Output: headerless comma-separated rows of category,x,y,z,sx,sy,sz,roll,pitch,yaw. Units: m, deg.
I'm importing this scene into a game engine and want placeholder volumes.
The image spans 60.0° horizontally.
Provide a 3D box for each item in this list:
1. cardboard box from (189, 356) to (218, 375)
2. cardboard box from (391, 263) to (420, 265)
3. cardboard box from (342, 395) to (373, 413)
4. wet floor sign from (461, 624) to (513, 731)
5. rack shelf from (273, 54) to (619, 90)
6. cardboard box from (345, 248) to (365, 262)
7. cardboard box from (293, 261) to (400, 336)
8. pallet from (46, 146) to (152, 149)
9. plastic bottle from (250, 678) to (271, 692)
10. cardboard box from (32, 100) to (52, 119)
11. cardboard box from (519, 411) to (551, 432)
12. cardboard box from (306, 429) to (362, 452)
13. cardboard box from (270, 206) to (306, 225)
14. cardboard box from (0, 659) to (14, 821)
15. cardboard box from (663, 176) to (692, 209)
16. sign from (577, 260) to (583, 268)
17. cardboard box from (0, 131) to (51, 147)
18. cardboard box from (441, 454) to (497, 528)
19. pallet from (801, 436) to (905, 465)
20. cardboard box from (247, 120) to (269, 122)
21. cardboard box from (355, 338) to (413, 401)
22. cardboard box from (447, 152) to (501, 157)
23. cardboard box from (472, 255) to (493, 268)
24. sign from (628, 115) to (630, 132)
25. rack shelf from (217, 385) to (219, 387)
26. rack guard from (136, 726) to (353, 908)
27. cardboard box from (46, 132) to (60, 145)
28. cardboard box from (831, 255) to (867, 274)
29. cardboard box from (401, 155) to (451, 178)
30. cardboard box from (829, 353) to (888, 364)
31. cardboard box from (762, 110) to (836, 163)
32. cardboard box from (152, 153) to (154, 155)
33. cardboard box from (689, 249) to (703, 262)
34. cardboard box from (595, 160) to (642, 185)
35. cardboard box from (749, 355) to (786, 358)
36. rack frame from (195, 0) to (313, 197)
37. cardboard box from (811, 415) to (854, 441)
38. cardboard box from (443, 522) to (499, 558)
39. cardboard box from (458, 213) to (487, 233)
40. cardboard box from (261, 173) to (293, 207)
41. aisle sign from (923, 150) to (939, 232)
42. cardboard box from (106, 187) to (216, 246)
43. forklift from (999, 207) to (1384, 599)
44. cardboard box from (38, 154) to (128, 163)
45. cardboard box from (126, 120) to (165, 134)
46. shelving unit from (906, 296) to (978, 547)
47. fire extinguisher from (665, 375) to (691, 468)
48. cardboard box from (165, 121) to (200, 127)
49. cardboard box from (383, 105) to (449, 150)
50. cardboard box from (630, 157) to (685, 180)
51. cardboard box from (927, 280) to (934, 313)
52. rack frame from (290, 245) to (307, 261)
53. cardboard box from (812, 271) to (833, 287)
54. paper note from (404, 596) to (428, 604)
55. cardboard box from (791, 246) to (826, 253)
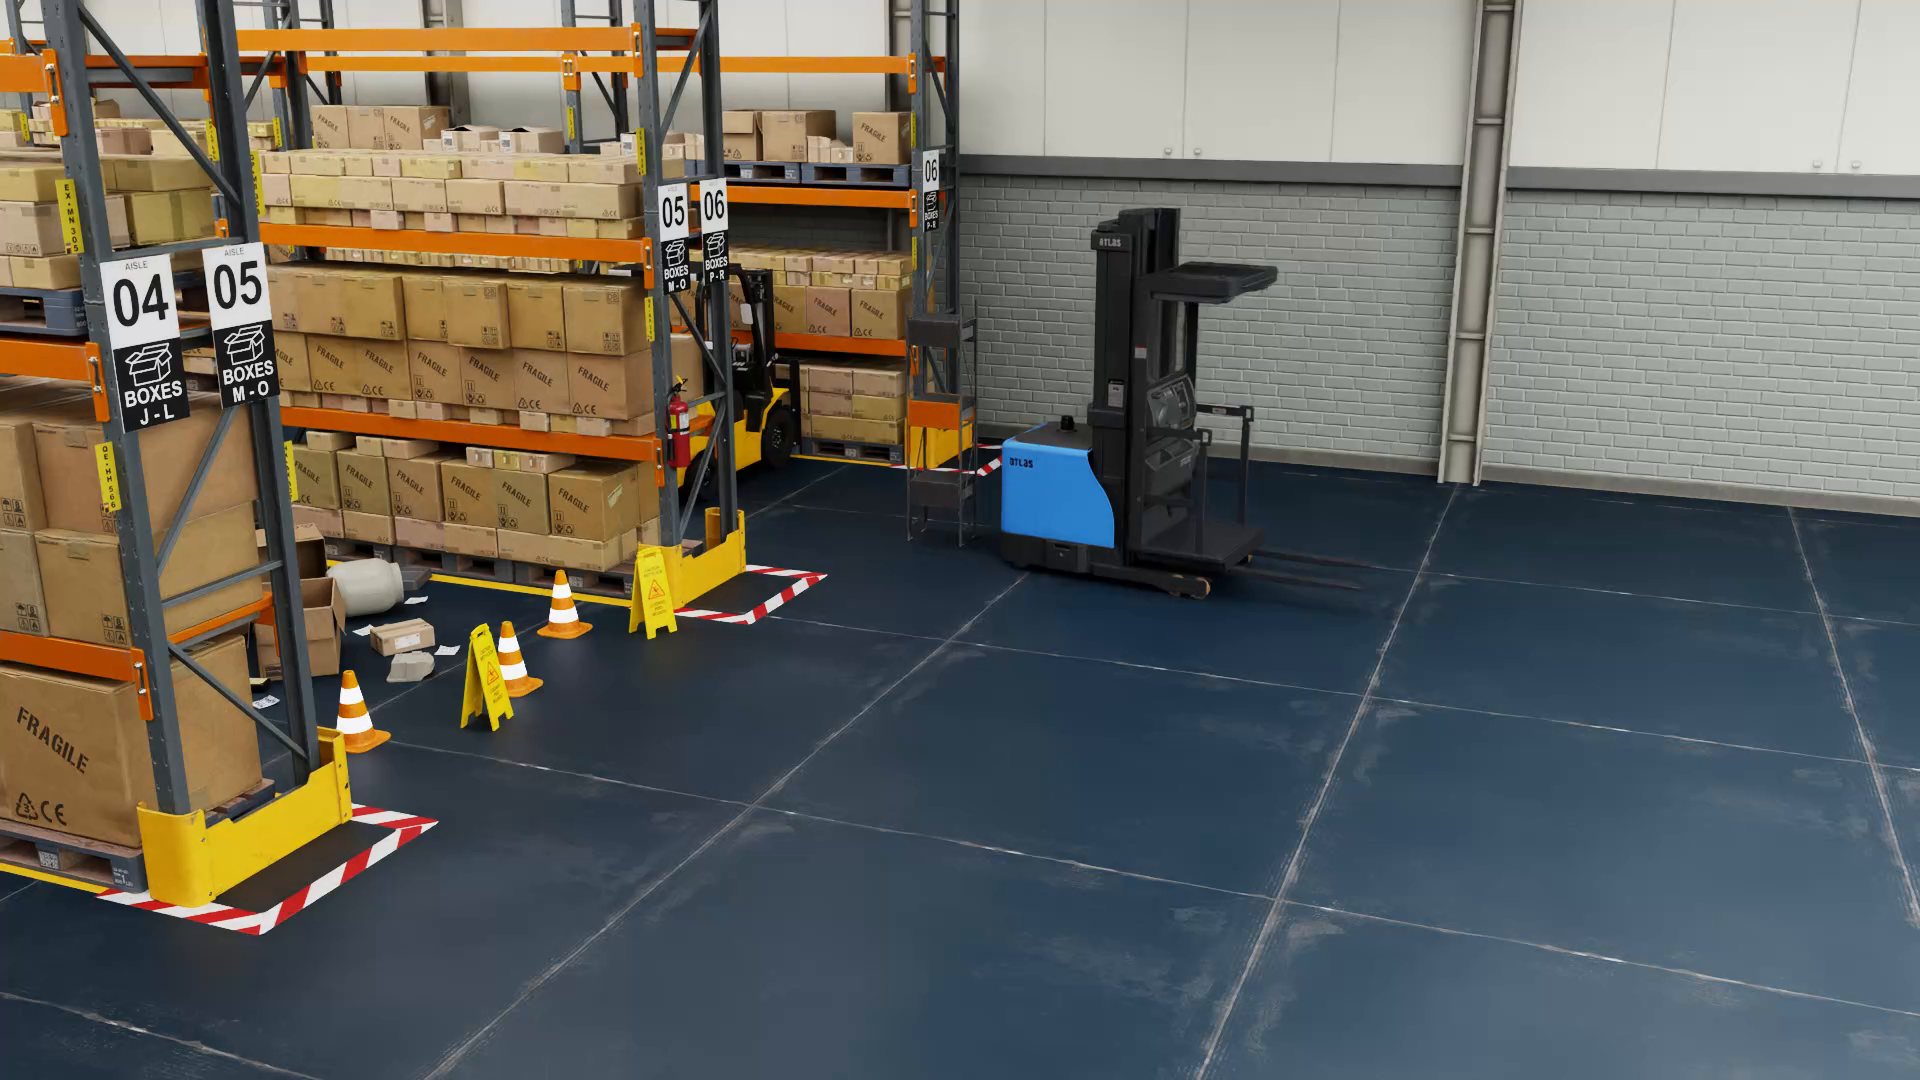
cardboard box,-6.362,-1.530,14.259,0.250,0.149,0.380,7,17,21
cardboard box,-6.417,-3.114,19.392,0.500,0.250,0.500,6,17,19
cardboard box,-4.878,-1.165,13.758,0.250,0.149,0.380,7,18,22
wet floor sign,-3.030,0.856,10.568,0.232,0.644,0.267,3,17,11
rack shelf,-5.825,-5.303,18.808,4.000,0.370,1.077,6,17,21
cardboard box,-7.000,-3.368,19.553,0.250,0.149,0.380,7,18,22
cardboard box,-4.986,-1.979,13.605,0.500,0.500,0.700,6,17,21
pallet,-10.826,-4.839,20.918,1.003,0.211,1.213,6,17,21
plastic bottle,-4.807,0.977,11.200,0.283,0.061,0.133,0,16,1
cardboard box,-11.255,-5.364,20.630,0.258,0.266,0.396,6,17,20
cardboard box,-3.245,-0.968,13.078,0.250,0.149,0.380,7,17,22
cardboard box,-5.238,-0.862,13.931,0.250,0.149,0.380,7,17,21
cardboard box,-5.360,-2.650,13.492,0.250,0.149,0.380,6,17,21
cardboard box,-5.258,0.913,9.207,0.875,0.875,0.875,6,17,20
cardboard box,-2.431,-2.690,12.915,0.500,0.250,0.500,6,17,20
sign,-4.155,-3.131,18.145,0.005,0.325,0.100,6,17,21
cardboard box,-11.948,-5.069,21.110,0.500,0.250,0.500,6,17,21
cardboard box,-3.856,-0.420,13.573,0.500,0.500,0.500,6,17,19
pallet,-0.970,-1.074,17.995,1.213,0.211,1.003,6,17,21
cardboard box,-8.649,-5.050,20.328,0.250,0.149,0.380,7,18,23
cardboard box,-4.538,-1.441,13.544,0.500,0.500,0.500,6,17,20
cardboard box,-3.930,-3.061,13.476,0.250,0.149,0.380,7,17,21
cardboard box,-5.333,-3.188,18.932,0.250,0.149,0.380,6,17,19
sign,-3.763,-4.626,18.779,0.005,0.325,0.100,6,17,21
rack shelf,-7.643,-1.327,15.153,4.000,0.370,1.077,6,17,21
rack guard,-3.761,1.439,8.821,0.348,0.500,1.175,6,17,21
cardboard box,-11.047,-4.974,20.564,0.250,0.149,0.380,6,17,21
cardboard box,-1.148,-2.867,17.294,0.250,0.149,0.380,7,17,22
cardboard box,-4.133,-2.916,12.977,0.250,0.149,0.380,7,17,22
cardboard box,-1.088,-1.856,18.071,0.500,0.250,0.500,6,17,21
cardboard box,-1.661,-4.197,17.258,0.500,0.500,0.700,6,17,21
cardboard box,-7.128,-3.299,14.792,0.500,0.250,0.500,6,17,20
cardboard box,-2.807,-3.048,17.918,0.250,0.149,0.380,6,17,20
cardboard box,-2.484,-2.719,12.300,0.250,0.149,0.380,6,17,21
cardboard box,-2.205,-1.827,17.972,0.500,0.250,0.500,6,17,20
rack frame,-5.783,-4.348,13.512,0.127,3.000,1.000,6,17,21
cardboard box,-1.256,-1.247,17.766,0.500,0.250,0.500,6,17,21
cardboard box,-3.880,-0.059,13.677,0.500,0.250,0.500,6,17,19
cardboard box,-3.677,-2.480,12.908,0.250,0.149,0.380,6,17,19
cardboard box,-5.474,-2.863,13.510,0.500,0.250,0.500,6,17,19
aisle sign,-0.290,-3.512,16.726,0.004,0.787,0.394,6,17,21
cardboard box,-4.138,-1.641,8.369,0.500,0.250,0.500,6,17,21
forklift,1.873,-1.110,13.239,3.031,2.935,1.130,9,18,27
cardboard box,-4.448,-1.885,8.495,0.250,0.149,0.380,6,17,20
cardboard box,-9.836,-4.999,20.118,0.250,0.149,0.380,6,17,21
shelving unit,-0.154,-1.025,14.439,0.503,2.100,0.431,6,17,21
fire extinguisher,-2.124,-0.890,12.497,0.183,0.674,0.296,6,17,21
cardboard box,-9.321,-4.958,20.013,0.250,0.149,0.380,6,17,21
cardboard box,-6.154,-4.661,18.857,0.500,0.500,0.500,7,17,22
cardboard box,-2.317,-2.850,12.752,0.250,0.149,0.380,6,17,20
cardboard box,-0.603,-2.517,17.783,0.500,0.500,0.500,7,18,22
rack frame,-7.686,-3.164,20.193,0.127,3.000,1.000,6,17,21
cardboard box,-1.363,-2.757,17.449,0.250,0.149,0.380,6,17,20
paper note,-4.255,0.466,13.012,0.148,0.019,0.142,0,16,1
cardboard box,-1.647,-3.099,18.092,0.250,0.149,0.380,6,17,19
